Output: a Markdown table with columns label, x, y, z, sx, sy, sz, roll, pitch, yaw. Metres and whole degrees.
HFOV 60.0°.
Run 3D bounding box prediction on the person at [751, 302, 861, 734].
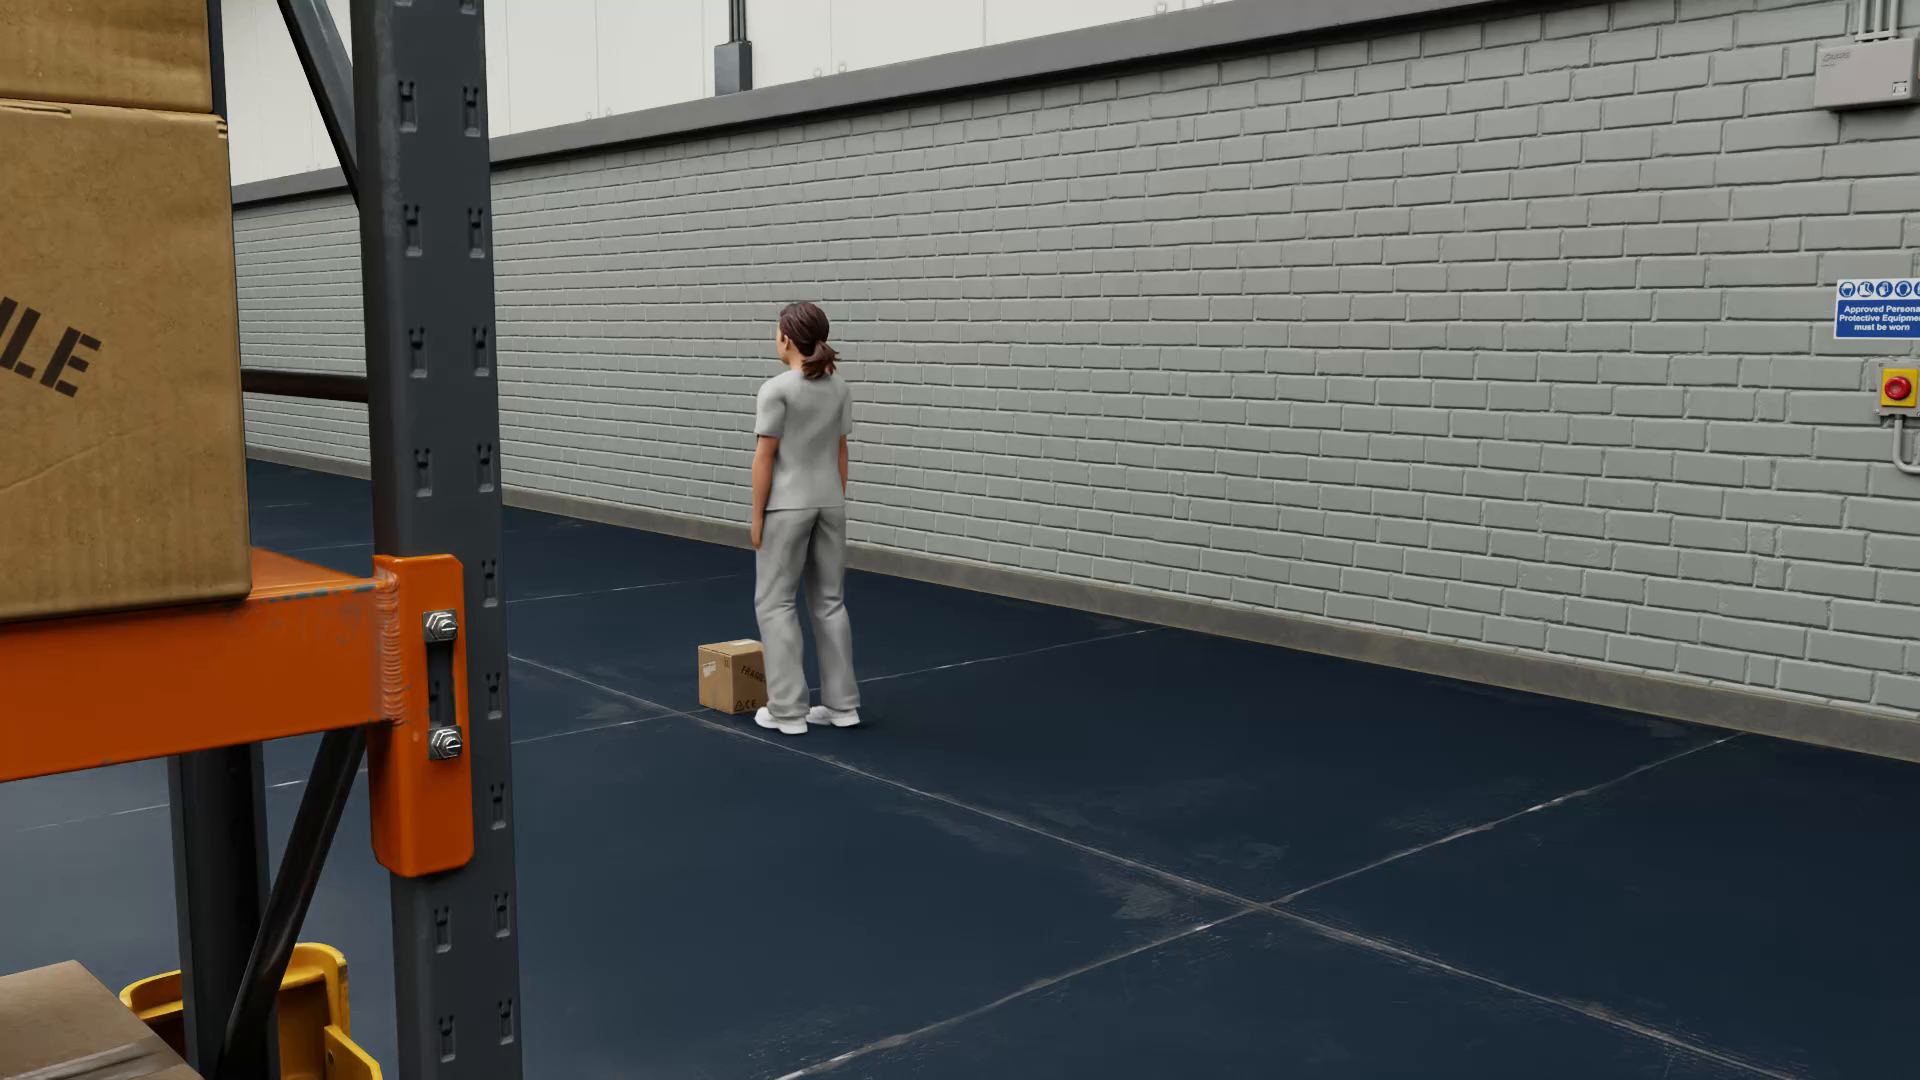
| label | x | y | z | sx | sy | sz | roll | pitch | yaw |
| --- | --- | --- | --- | --- | --- | --- | --- | --- | --- |
| person | -0.617 | -0.079 | 6.475 | 0.437 | 1.679 | 0.374 | -6 | 10 | -39 |
